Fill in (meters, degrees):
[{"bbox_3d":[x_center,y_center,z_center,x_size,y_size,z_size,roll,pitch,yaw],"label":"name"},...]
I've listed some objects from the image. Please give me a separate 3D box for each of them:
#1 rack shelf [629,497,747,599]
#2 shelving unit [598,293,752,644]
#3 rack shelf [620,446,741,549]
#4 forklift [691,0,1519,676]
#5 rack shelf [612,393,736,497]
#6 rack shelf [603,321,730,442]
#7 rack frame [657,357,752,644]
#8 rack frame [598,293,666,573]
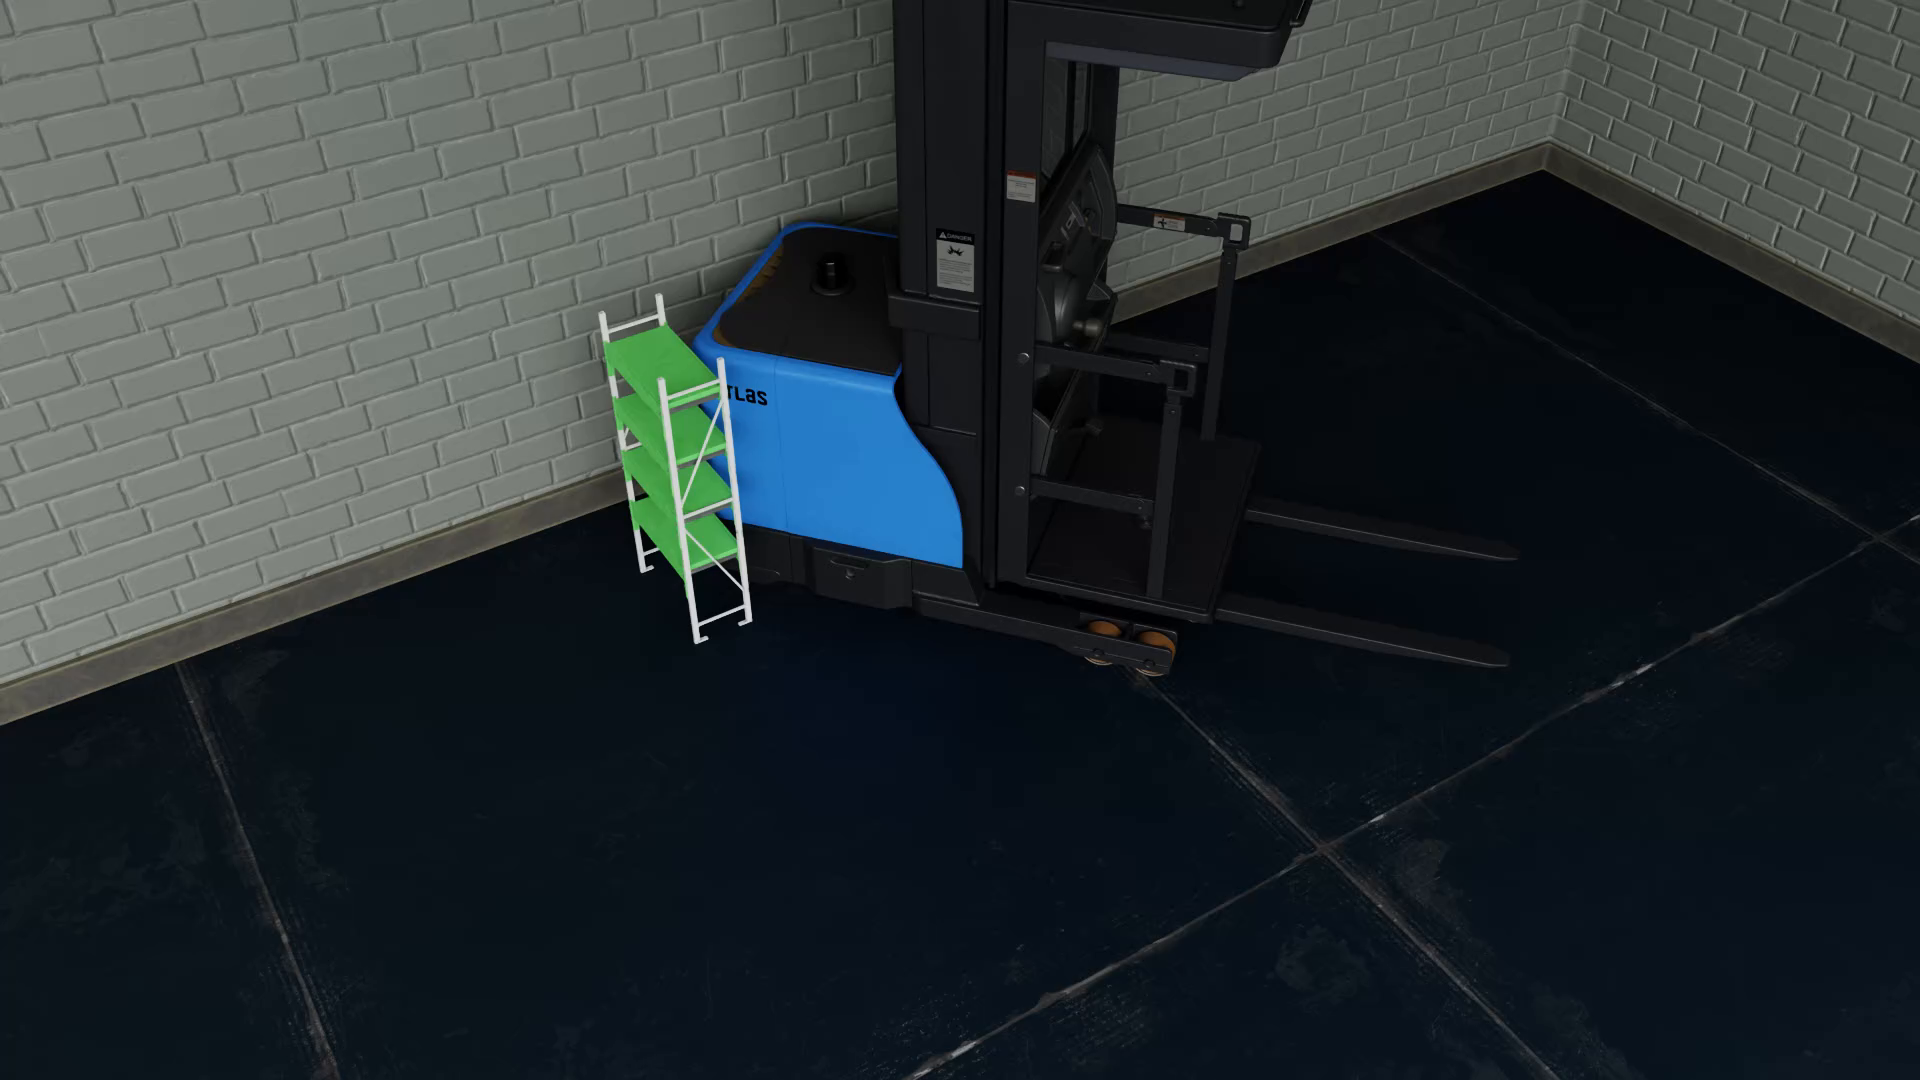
[{"bbox_3d":[-1.033,-0.010,6.300,0.258,0.148,0.480,-22,45,-25],"label":"rack shelf"},{"bbox_3d":[-1.033,-0.244,6.105,0.258,1.200,0.503,-22,45,-25],"label":"shelving unit"},{"bbox_3d":[-1.033,-0.195,6.146,0.258,0.148,0.480,-22,45,-25],"label":"rack shelf"},{"bbox_3d":[0.593,-1.006,5.668,3.031,2.935,1.130,11,41,13],"label":"forklift"},{"bbox_3d":[-1.033,-0.379,5.993,0.258,0.148,0.480,-22,45,-25],"label":"rack shelf"},{"bbox_3d":[-1.033,-0.564,5.839,0.258,0.148,0.480,-22,45,-25],"label":"rack shelf"},{"bbox_3d":[-0.901,-0.113,5.948,0.240,1.200,0.015,-22,45,-25],"label":"rack frame"},{"bbox_3d":[-1.165,-0.375,6.263,0.240,1.200,0.015,-22,45,-25],"label":"rack frame"}]
